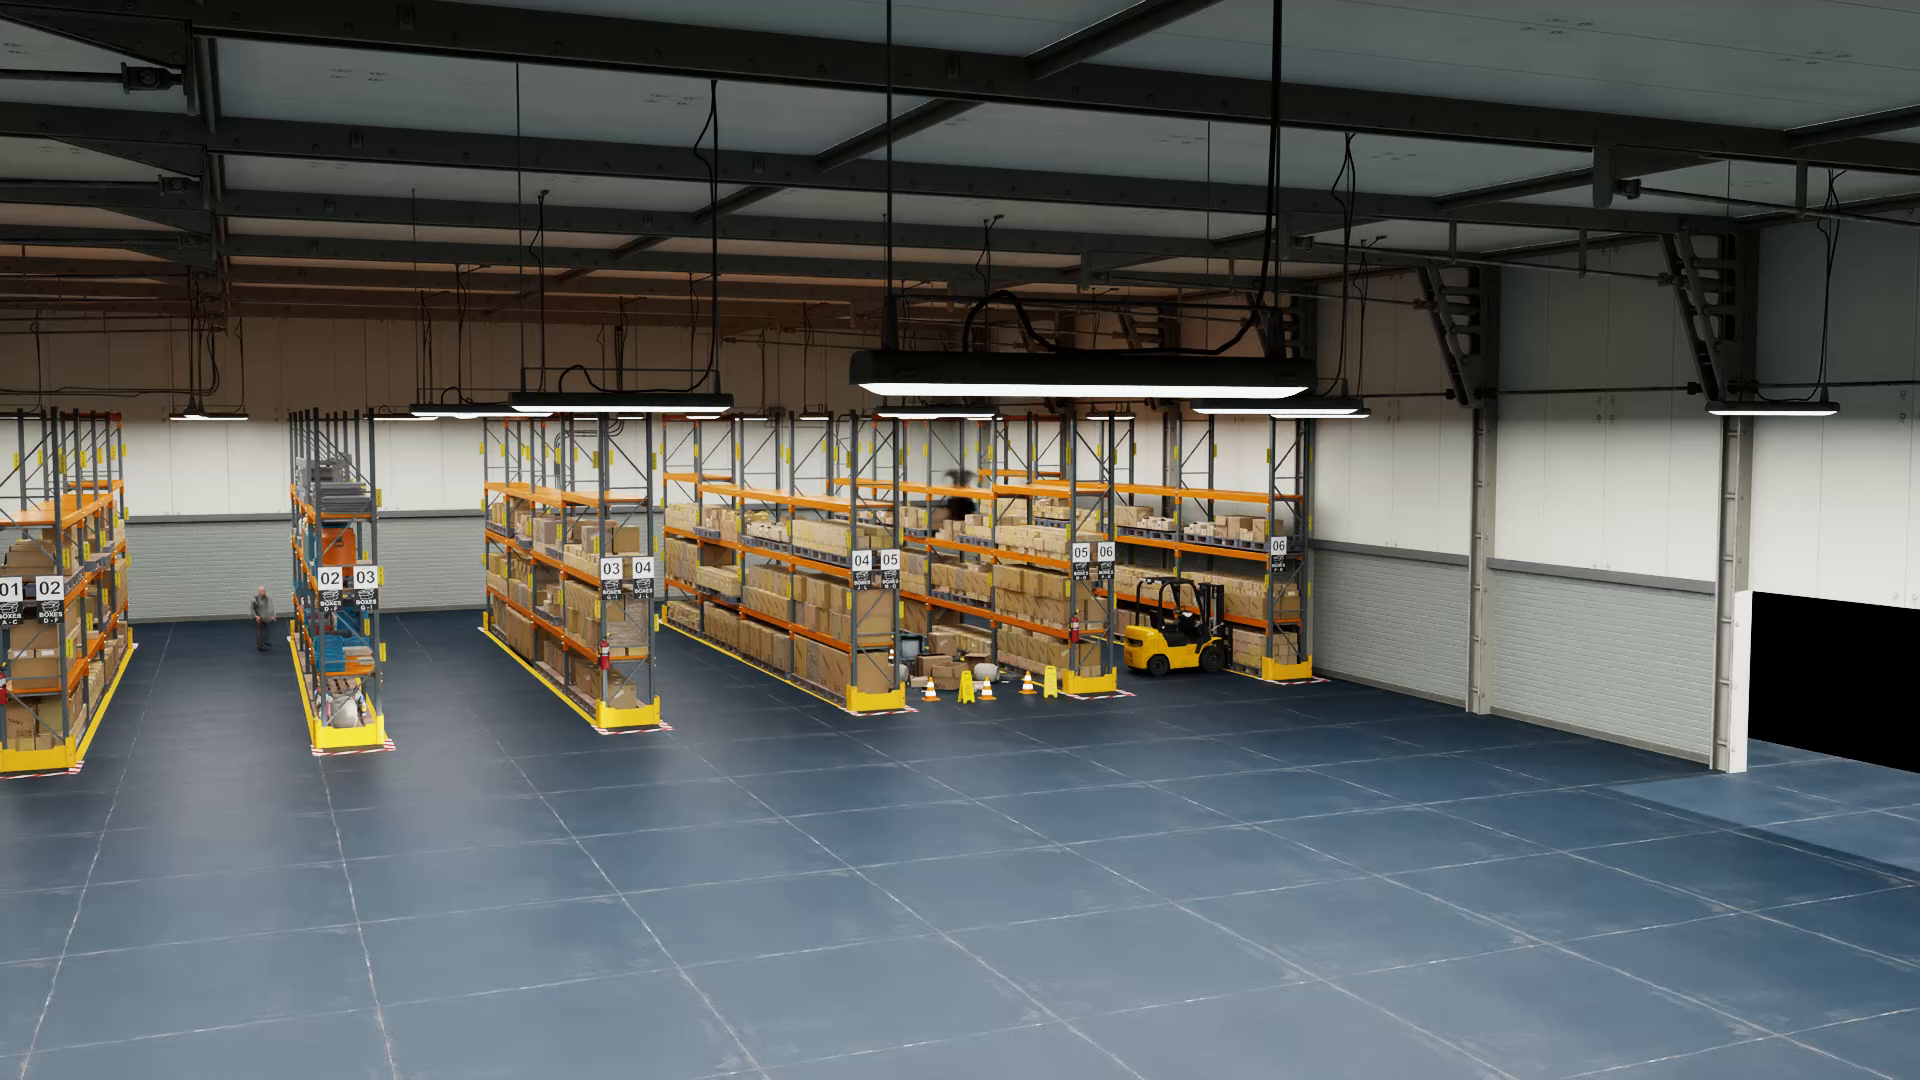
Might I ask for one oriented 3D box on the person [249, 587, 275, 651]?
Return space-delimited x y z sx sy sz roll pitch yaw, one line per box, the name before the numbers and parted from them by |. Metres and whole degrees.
person | -17.555 1.979 41.788 0.651 1.641 0.746 -3 5 -38
